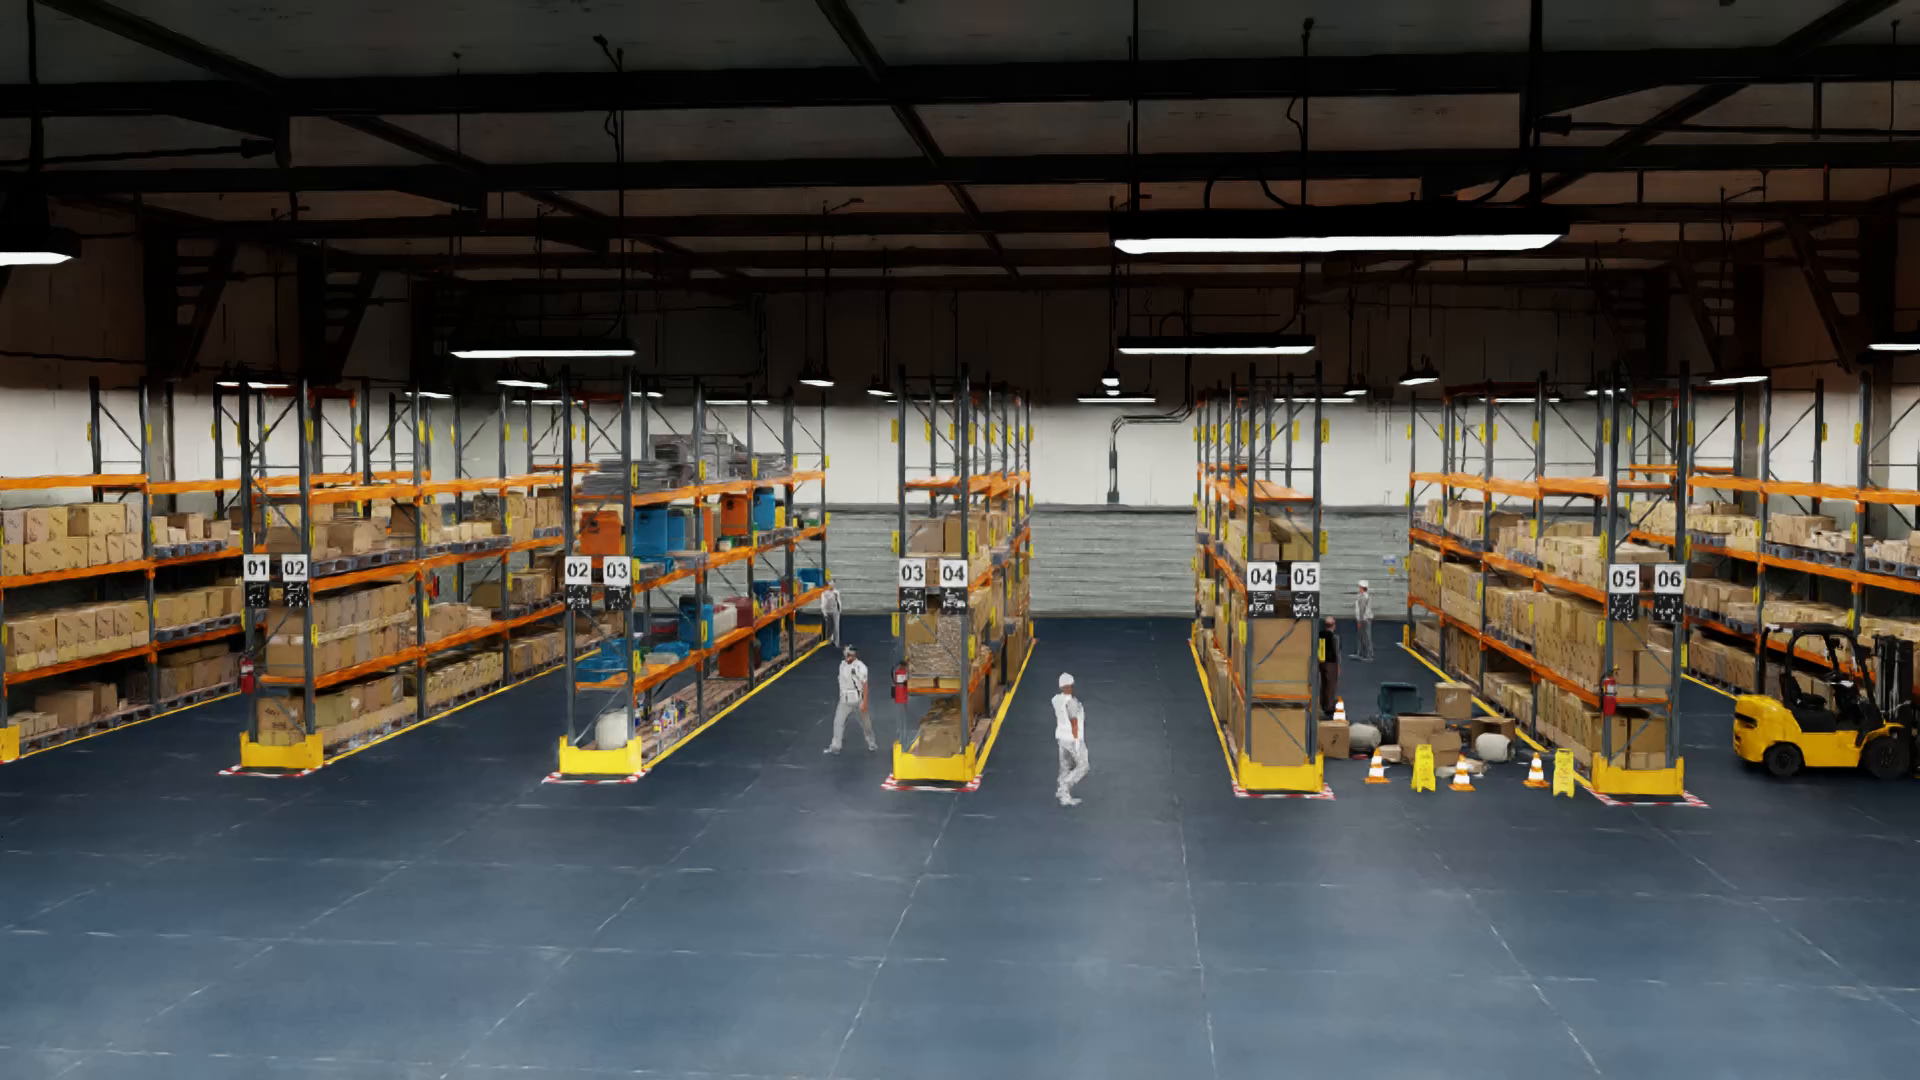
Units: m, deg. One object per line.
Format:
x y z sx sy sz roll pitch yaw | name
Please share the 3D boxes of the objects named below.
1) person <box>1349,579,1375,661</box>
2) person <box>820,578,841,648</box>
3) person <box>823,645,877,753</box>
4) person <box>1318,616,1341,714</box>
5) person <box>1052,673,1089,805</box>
8.874 1.752 36.661 0.576 1.769 0.657 1 4 18 | person
-3.012 1.685 38.799 0.483 1.621 0.993 0 4 -3 | person
-1.689 2.477 26.018 0.586 1.710 0.968 2 4 29 | person
6.632 2.221 29.694 0.447 1.730 0.586 -2 4 -24 | person
1.449 2.677 22.311 0.446 1.780 0.600 -2 4 -23 | person
